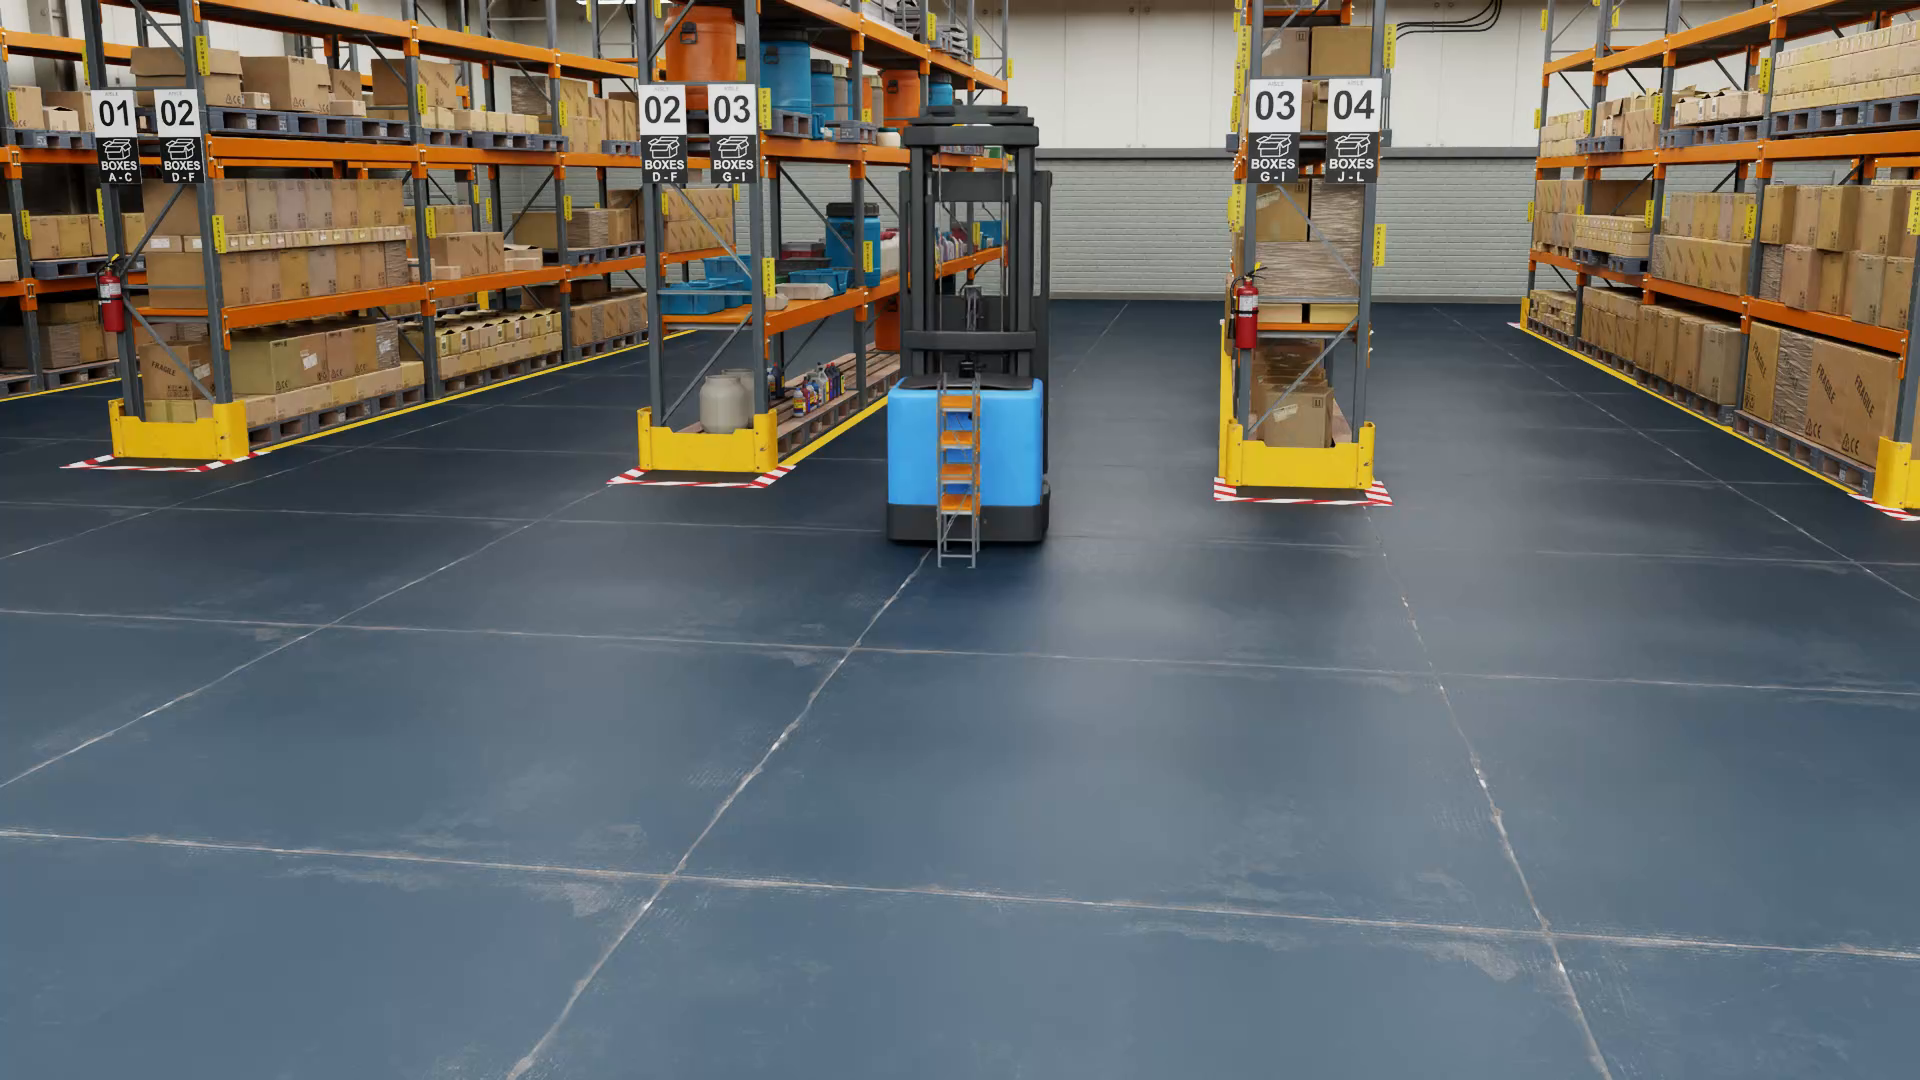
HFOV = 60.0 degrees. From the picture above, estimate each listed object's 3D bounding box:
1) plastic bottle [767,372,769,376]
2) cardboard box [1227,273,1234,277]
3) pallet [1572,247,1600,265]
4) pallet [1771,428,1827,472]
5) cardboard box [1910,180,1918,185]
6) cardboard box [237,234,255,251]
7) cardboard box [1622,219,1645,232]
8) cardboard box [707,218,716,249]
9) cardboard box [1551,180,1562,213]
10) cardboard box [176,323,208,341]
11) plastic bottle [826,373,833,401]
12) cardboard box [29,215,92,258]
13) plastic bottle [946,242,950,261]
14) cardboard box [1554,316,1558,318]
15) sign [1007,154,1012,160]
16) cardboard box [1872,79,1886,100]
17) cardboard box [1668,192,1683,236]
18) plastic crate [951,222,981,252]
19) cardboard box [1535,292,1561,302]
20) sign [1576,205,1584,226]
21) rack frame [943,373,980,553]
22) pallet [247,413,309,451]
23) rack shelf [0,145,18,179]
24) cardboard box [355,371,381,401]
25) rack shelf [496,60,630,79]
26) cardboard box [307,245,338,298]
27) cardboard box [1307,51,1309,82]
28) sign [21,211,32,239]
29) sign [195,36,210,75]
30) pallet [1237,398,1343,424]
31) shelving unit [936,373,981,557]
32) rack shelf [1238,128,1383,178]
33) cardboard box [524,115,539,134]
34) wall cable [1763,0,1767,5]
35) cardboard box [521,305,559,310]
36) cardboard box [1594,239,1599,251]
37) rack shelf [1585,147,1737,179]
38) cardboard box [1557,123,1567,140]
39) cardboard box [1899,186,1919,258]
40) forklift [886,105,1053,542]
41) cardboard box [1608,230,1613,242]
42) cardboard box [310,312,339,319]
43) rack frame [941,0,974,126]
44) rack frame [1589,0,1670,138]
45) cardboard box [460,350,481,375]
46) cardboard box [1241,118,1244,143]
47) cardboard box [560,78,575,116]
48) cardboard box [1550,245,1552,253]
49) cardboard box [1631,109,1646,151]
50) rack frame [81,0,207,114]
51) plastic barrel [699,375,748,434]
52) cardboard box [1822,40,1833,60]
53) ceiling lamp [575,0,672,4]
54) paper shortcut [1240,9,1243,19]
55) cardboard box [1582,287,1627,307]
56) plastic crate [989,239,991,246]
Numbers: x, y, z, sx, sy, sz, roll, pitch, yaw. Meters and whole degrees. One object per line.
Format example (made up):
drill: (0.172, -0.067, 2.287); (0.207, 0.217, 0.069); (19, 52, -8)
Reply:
plastic bottle: (-2.057, -1.672, 17.375); (0.144, 0.351, 0.185); (2, 12, 10)
cardboard box: (4.523, -3.444, 24.401); (1.225, 0.875, 0.875); (2, 12, 9)
pallet: (9.225, -3.981, 23.303); (1.003, 0.211, 1.213); (2, 12, 9)
pallet: (7.877, -0.791, 14.661); (1.003, 0.211, 1.213); (2, 12, 9)
cardboard box: (14.385, -5.284, 24.739); (0.380, 0.149, 0.250); (2, 12, 7)
cardboard box: (-6.721, -2.731, 15.268); (0.380, 0.149, 0.250); (2, 12, 7)
cardboard box: (8.535, -3.939, 20.840); (0.380, 0.149, 0.250); (2, 12, 8)
cardboard box: (-4.530, -5.301, 28.733); (0.500, 0.500, 0.500); (2, 12, 9)
cardboard box: (9.522, -5.342, 25.842); (0.500, 0.500, 0.500); (1, 12, 7)
cardboard box: (-10.756, -2.902, 22.727); (0.700, 0.500, 0.500); (2, 12, 9)
plastic bottle: (-1.351, -1.575, 17.085); (0.061, 0.283, 0.133); (3, 12, 12)
cardboard box: (-11.107, -3.712, 20.318); (0.700, 0.500, 0.500); (3, 13, 14)
plastic bottle: (-0.224, -4.161, 23.977); (0.152, 0.276, 0.135); (2, 12, 9)
cardboard box: (9.476, -3.402, 25.927); (0.380, 0.149, 0.250); (2, 12, 10)
sign: (0.868, -6.805, 29.079); (0.100, 0.325, 0.005); (2, 12, 9)
cardboard box: (7.475, -3.568, 13.172); (0.380, 0.149, 0.250); (2, 12, 9)
cardboard box: (8.793, -3.841, 19.588); (0.700, 0.500, 0.500); (2, 12, 8)
plastic crate: (0.092, -4.810, 26.399); (0.402, 0.464, 0.583); (2, 12, 9)
cardboard box: (9.597, -3.957, 27.093); (0.380, 0.149, 0.250); (2, 12, 8)
sign: (8.949, -4.669, 23.982); (0.100, 0.325, 0.005); (2, 12, 9)
rack frame: (0.010, -0.506, 10.993); (0.240, 1.200, 0.015); (1, 12, 4)
pallet: (-6.956, -1.033, 15.783); (1.003, 0.211, 1.213); (2, 12, 9)
rack shelf: (-11.620, -3.926, 17.177); (1.077, 0.370, 4.000); (2, 12, 9)
cardboard box: (-6.421, -1.617, 17.406); (0.500, 0.250, 0.500); (2, 12, 9)
rack shelf: (-5.494, -6.798, 23.869); (0.919, 0.124, 3.809); (2, 12, 9)
cardboard box: (-6.712, -2.703, 16.679); (0.700, 0.500, 0.500); (2, 12, 10)
cardboard box: (3.554, -4.549, 16.232); (0.500, 0.500, 0.500); (2, 12, 7)
sign: (-10.775, -3.635, 19.184); (0.100, 0.325, 0.005); (2, 12, 9)
sign: (-6.485, -4.148, 14.239); (0.100, 0.325, 0.005); (2, 12, 9)
pallet: (3.303, -1.242, 16.755); (1.003, 0.211, 1.213); (2, 12, 9)
shelving unit: (-0.006, -0.455, 10.757); (0.258, 1.200, 0.499); (1, 12, 4)
rack shelf: (3.063, -3.444, 14.943); (1.077, 0.370, 4.000); (2, 12, 9)
cardboard box: (-5.816, -5.402, 21.681); (0.500, 0.250, 0.500); (1, 12, 4)
wall cable: (15.605, -9.049, 32.121); (0.463, 3.000, 0.029); (2, 12, 9)
cardboard box: (-5.890, -3.096, 23.628); (0.500, 0.500, 0.500); (2, 12, 11)
cardboard box: (8.776, -3.973, 22.408); (0.380, 0.149, 0.250); (2, 12, 8)
rack shelf: (9.179, -4.928, 21.827); (1.077, 0.370, 4.000); (2, 12, 9)
cardboard box: (9.532, -6.298, 25.646); (0.500, 0.250, 0.500); (1, 12, 7)
cardboard box: (7.736, -2.409, 12.631); (0.875, 0.550, 0.550); (2, 12, 9)
forklift: (9.189, -2.031, 13.959); (18.991, 2.935, 7.636); (1, 12, 4)
cardboard box: (8.654, -3.957, 21.627); (0.380, 0.149, 0.250); (2, 12, 8)
cardboard box: (-10.187, -3.723, 25.753); (0.750, 0.750, 0.750); (2, 12, 10)
rack frame: (-0.293, -7.505, 24.955); (1.000, 3.000, 0.127); (2, 12, 9)
rack frame: (9.487, -7.162, 23.367); (1.000, 3.000, 0.127); (2, 12, 9)
cardboard box: (-6.030, -2.111, 19.700); (0.500, 0.250, 0.500); (2, 12, 10)
cardboard box: (3.049, -4.054, 16.419); (0.500, 0.250, 0.500); (1, 12, 6)
cardboard box: (-5.650, -6.101, 22.953); (0.500, 0.500, 0.500); (2, 12, 9)
cardboard box: (9.665, -4.660, 26.593); (0.380, 0.149, 0.250); (2, 12, 8)
cardboard box: (8.772, -5.144, 20.884); (0.500, 0.500, 0.500); (2, 12, 9)
rack frame: (-7.032, -5.168, 14.113); (1.000, 3.000, 0.127); (2, 12, 9)
plastic barrel: (-2.113, -1.202, 14.861); (0.421, 0.512, 0.421); (0, 12, 0)
cardboard box: (7.670, -4.222, 14.314); (0.380, 0.149, 0.250); (2, 12, 9)
ceiling lamp: (-6.559, -11.989, 31.907); (2.000, 3.185, 0.800); (2, 12, 9)
paper shortcut: (3.670, -6.871, 21.687); (0.009, 0.170, 0.078); (12, -17, 6)
cardboard box: (9.112, -3.434, 23.465); (0.500, 0.250, 0.500); (1, 12, 6)
plastic crate: (0.317, -5.069, 28.380); (0.396, 0.136, 0.243); (2, 12, 9)
